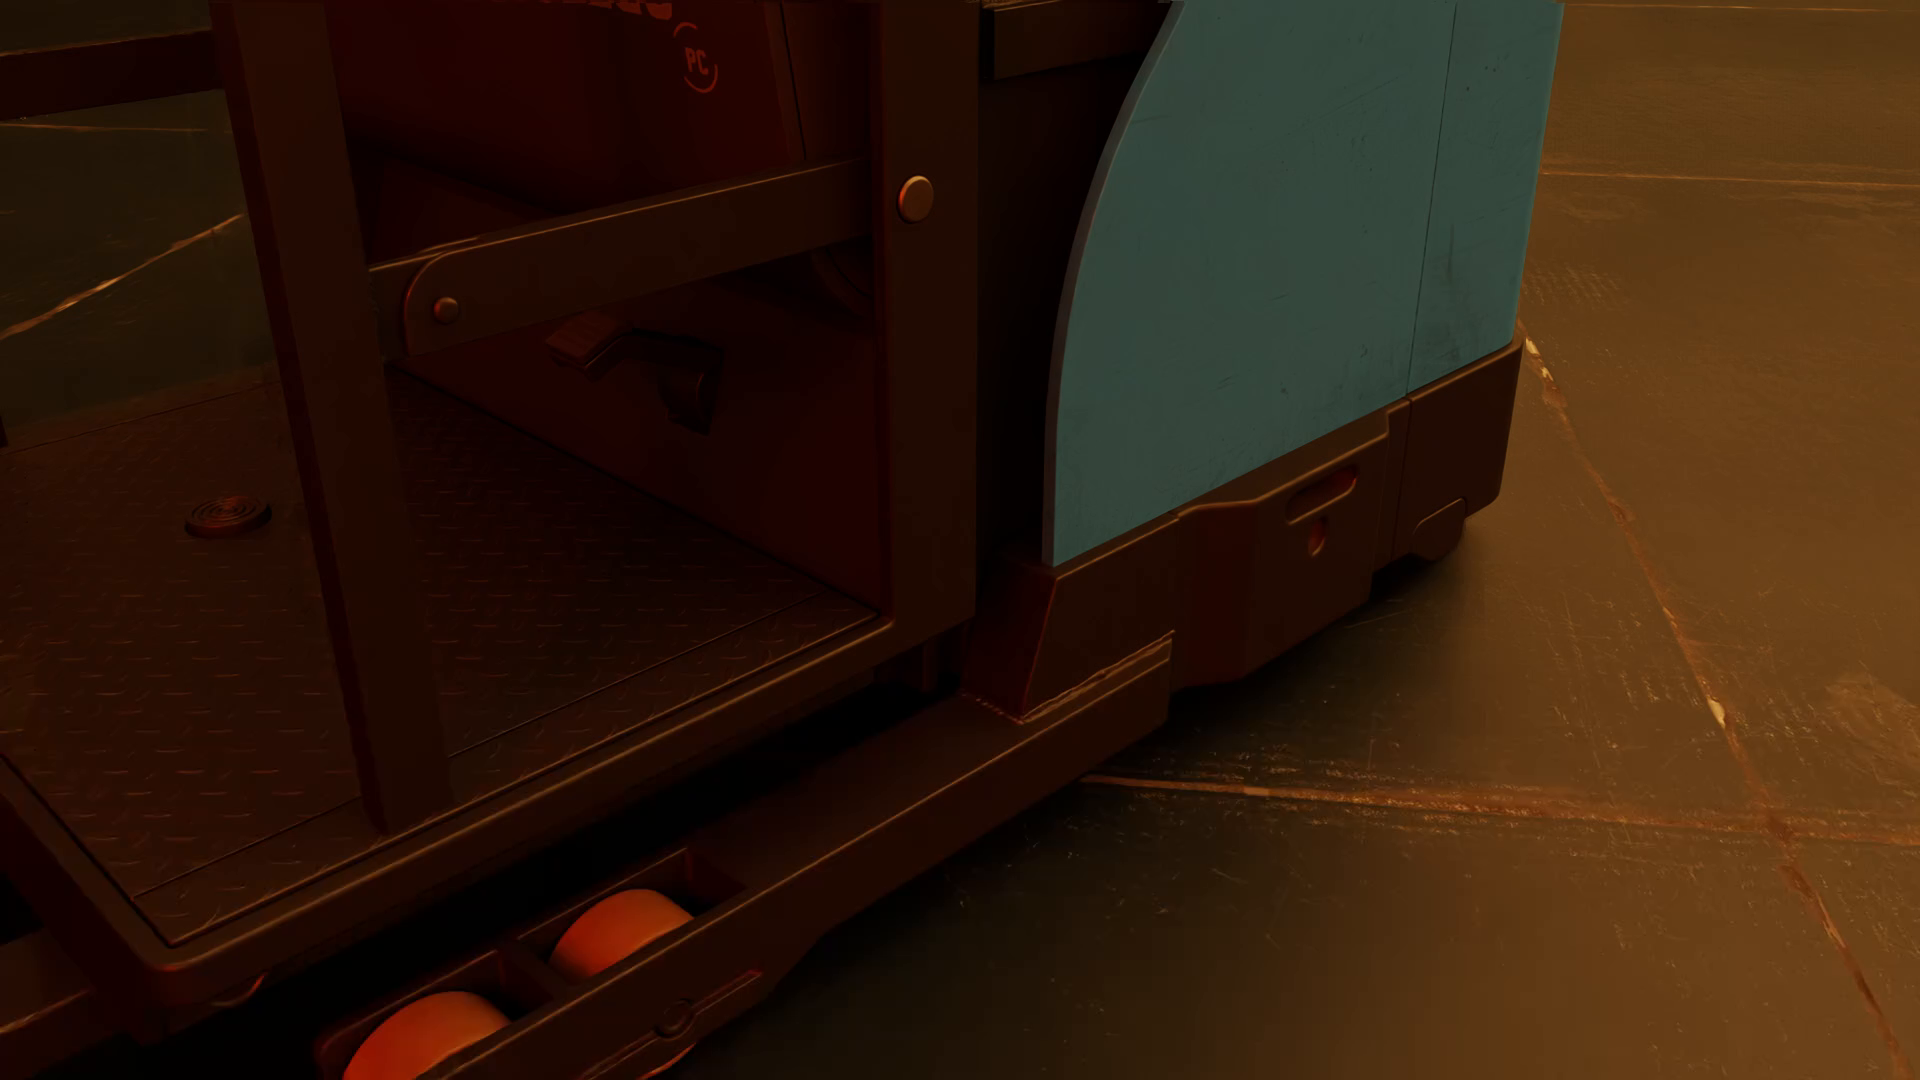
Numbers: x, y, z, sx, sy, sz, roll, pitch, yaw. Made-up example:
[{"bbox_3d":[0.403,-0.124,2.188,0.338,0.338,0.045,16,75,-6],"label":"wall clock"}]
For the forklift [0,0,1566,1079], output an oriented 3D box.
[{"bbox_3d":[-0.585,-1.020,1.262,1.130,2.935,3.031,24,35,39],"label":"forklift"}]
